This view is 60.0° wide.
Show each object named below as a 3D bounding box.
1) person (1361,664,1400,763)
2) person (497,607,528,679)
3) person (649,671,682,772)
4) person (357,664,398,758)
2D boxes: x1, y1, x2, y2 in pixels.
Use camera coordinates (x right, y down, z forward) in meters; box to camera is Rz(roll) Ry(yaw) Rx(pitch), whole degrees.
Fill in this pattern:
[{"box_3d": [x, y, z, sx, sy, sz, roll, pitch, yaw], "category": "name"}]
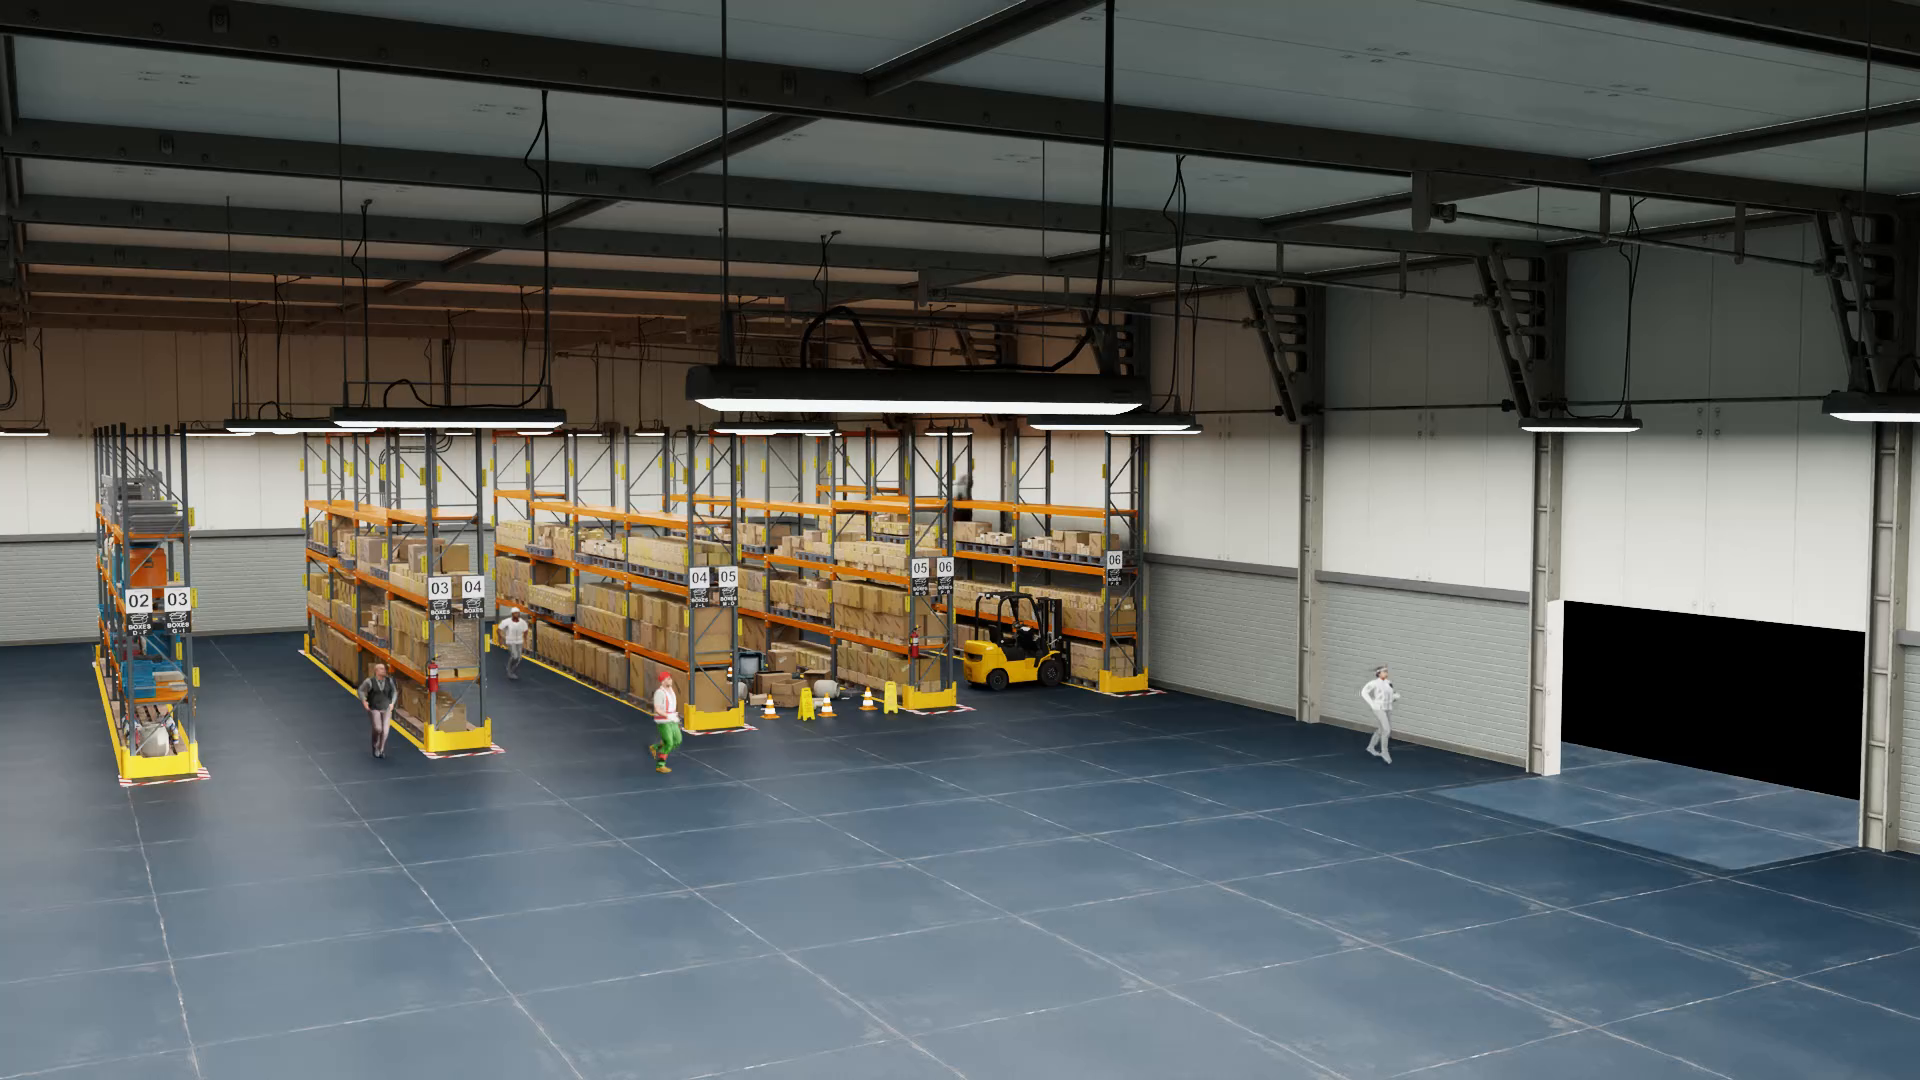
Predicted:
[{"box_3d": [7.527, 3.080, 29.662, 0.593, 1.753, 0.709, -3, 4, -37], "category": "person"}, {"box_3d": [-10.581, 2.452, 39.529, 0.680, 1.718, 0.722, -3, 4, -40], "category": "person"}, {"box_3d": [-5.062, 3.122, 28.628, 0.668, 1.742, 0.675, 1, 4, 17], "category": "person"}, {"box_3d": [-10.401, 3.066, 29.816, 0.677, 1.686, 0.612, -3, 4, -36], "category": "person"}]
